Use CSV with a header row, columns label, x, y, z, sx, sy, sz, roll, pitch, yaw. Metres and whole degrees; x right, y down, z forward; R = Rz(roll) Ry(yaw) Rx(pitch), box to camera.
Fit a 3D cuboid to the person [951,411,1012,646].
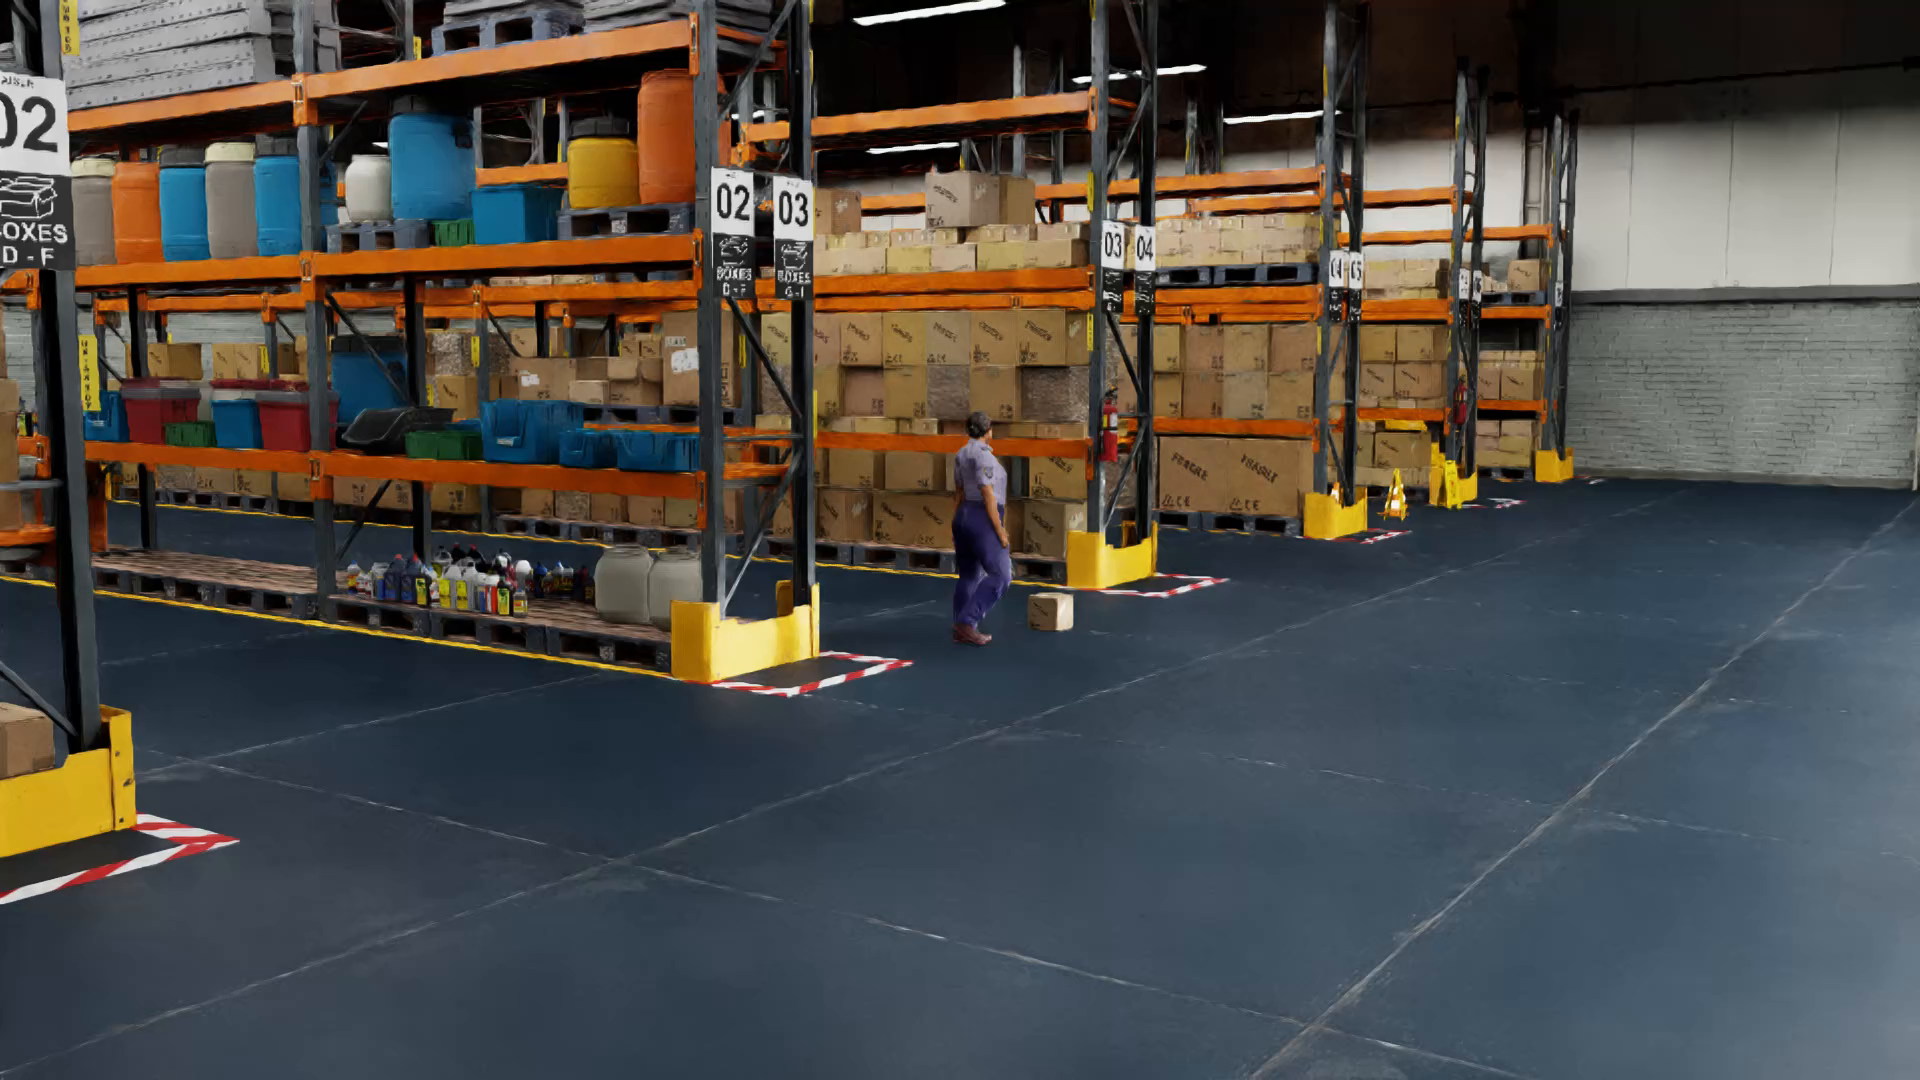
label,x,y,z,sx,sy,sz,roll,pitch,yaw
person,0.114,-0.079,11.632,0.458,1.642,0.665,-3,7,-21
